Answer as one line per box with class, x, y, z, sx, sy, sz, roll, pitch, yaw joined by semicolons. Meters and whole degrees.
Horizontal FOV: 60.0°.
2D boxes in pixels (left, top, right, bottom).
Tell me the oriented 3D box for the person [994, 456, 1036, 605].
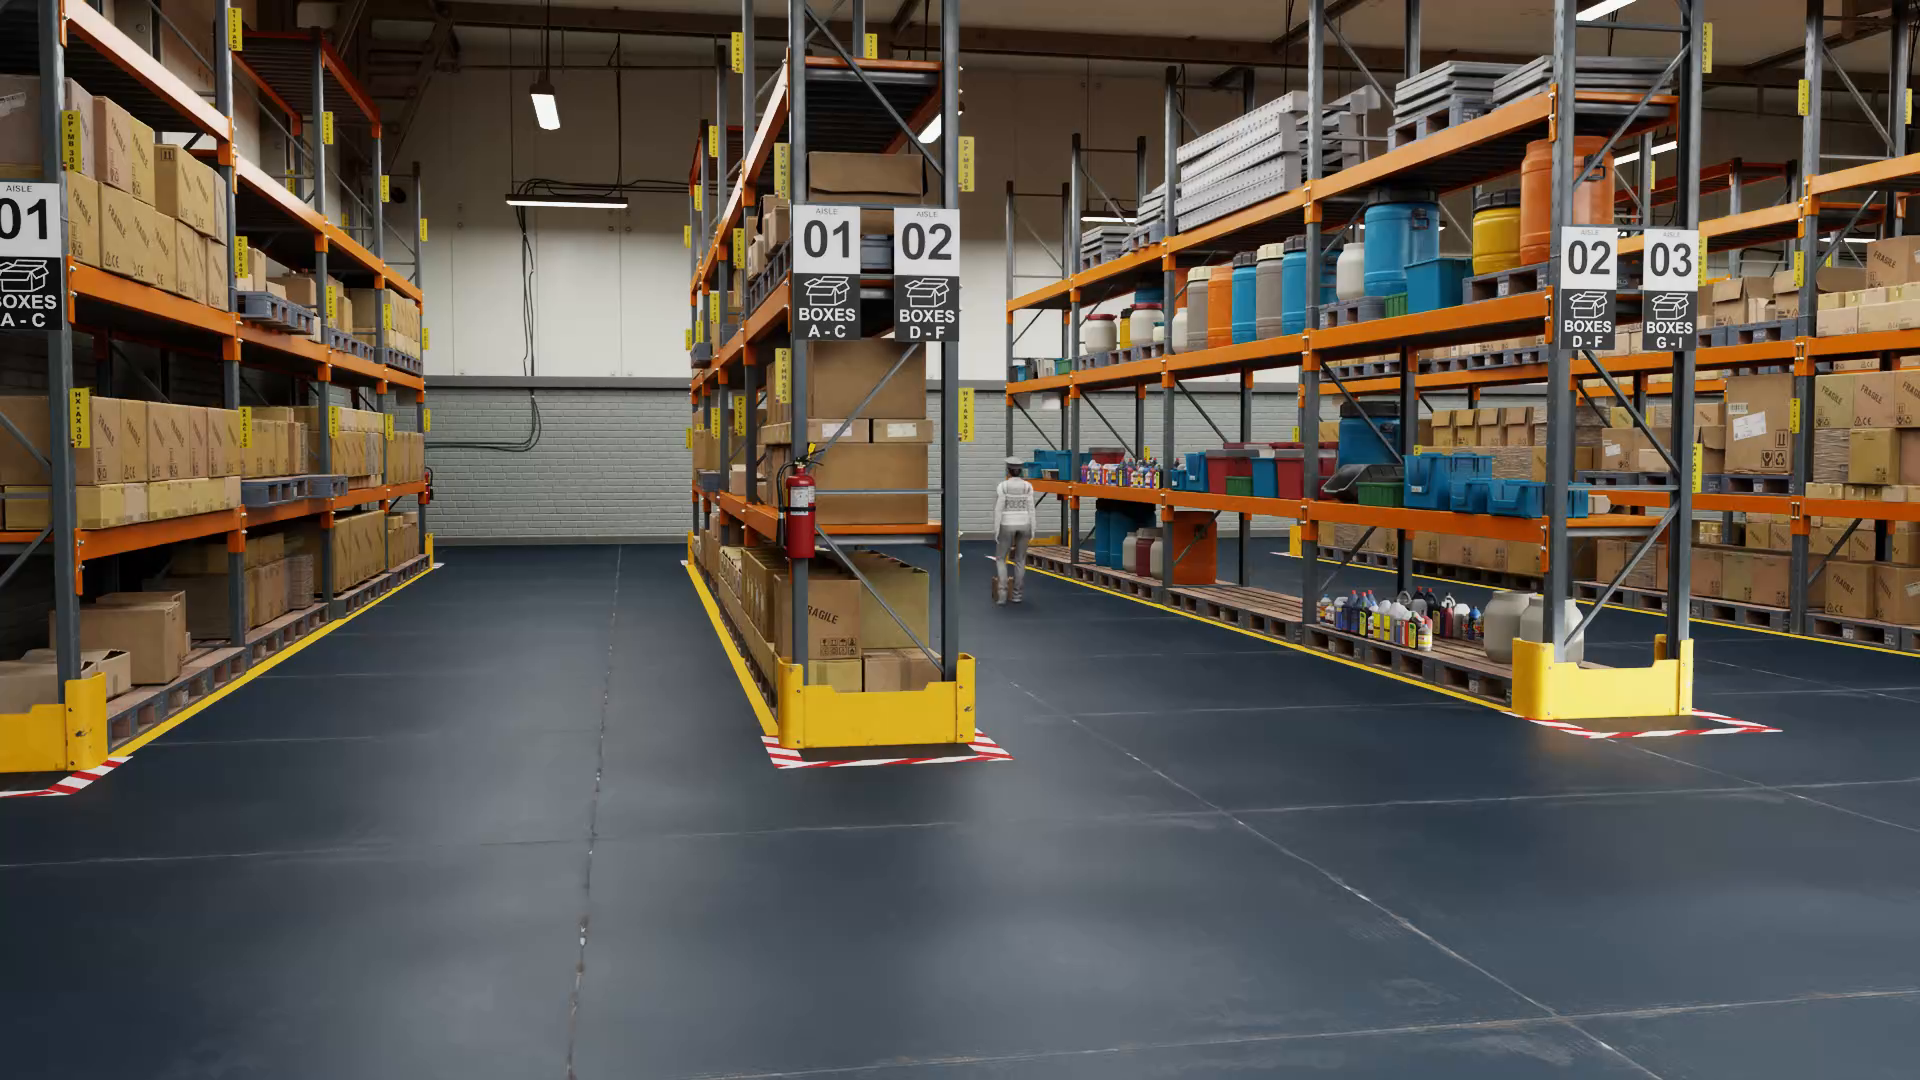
person;0.623;-0.097;19.068;0.503;1.726;0.486;-1;3;-11
